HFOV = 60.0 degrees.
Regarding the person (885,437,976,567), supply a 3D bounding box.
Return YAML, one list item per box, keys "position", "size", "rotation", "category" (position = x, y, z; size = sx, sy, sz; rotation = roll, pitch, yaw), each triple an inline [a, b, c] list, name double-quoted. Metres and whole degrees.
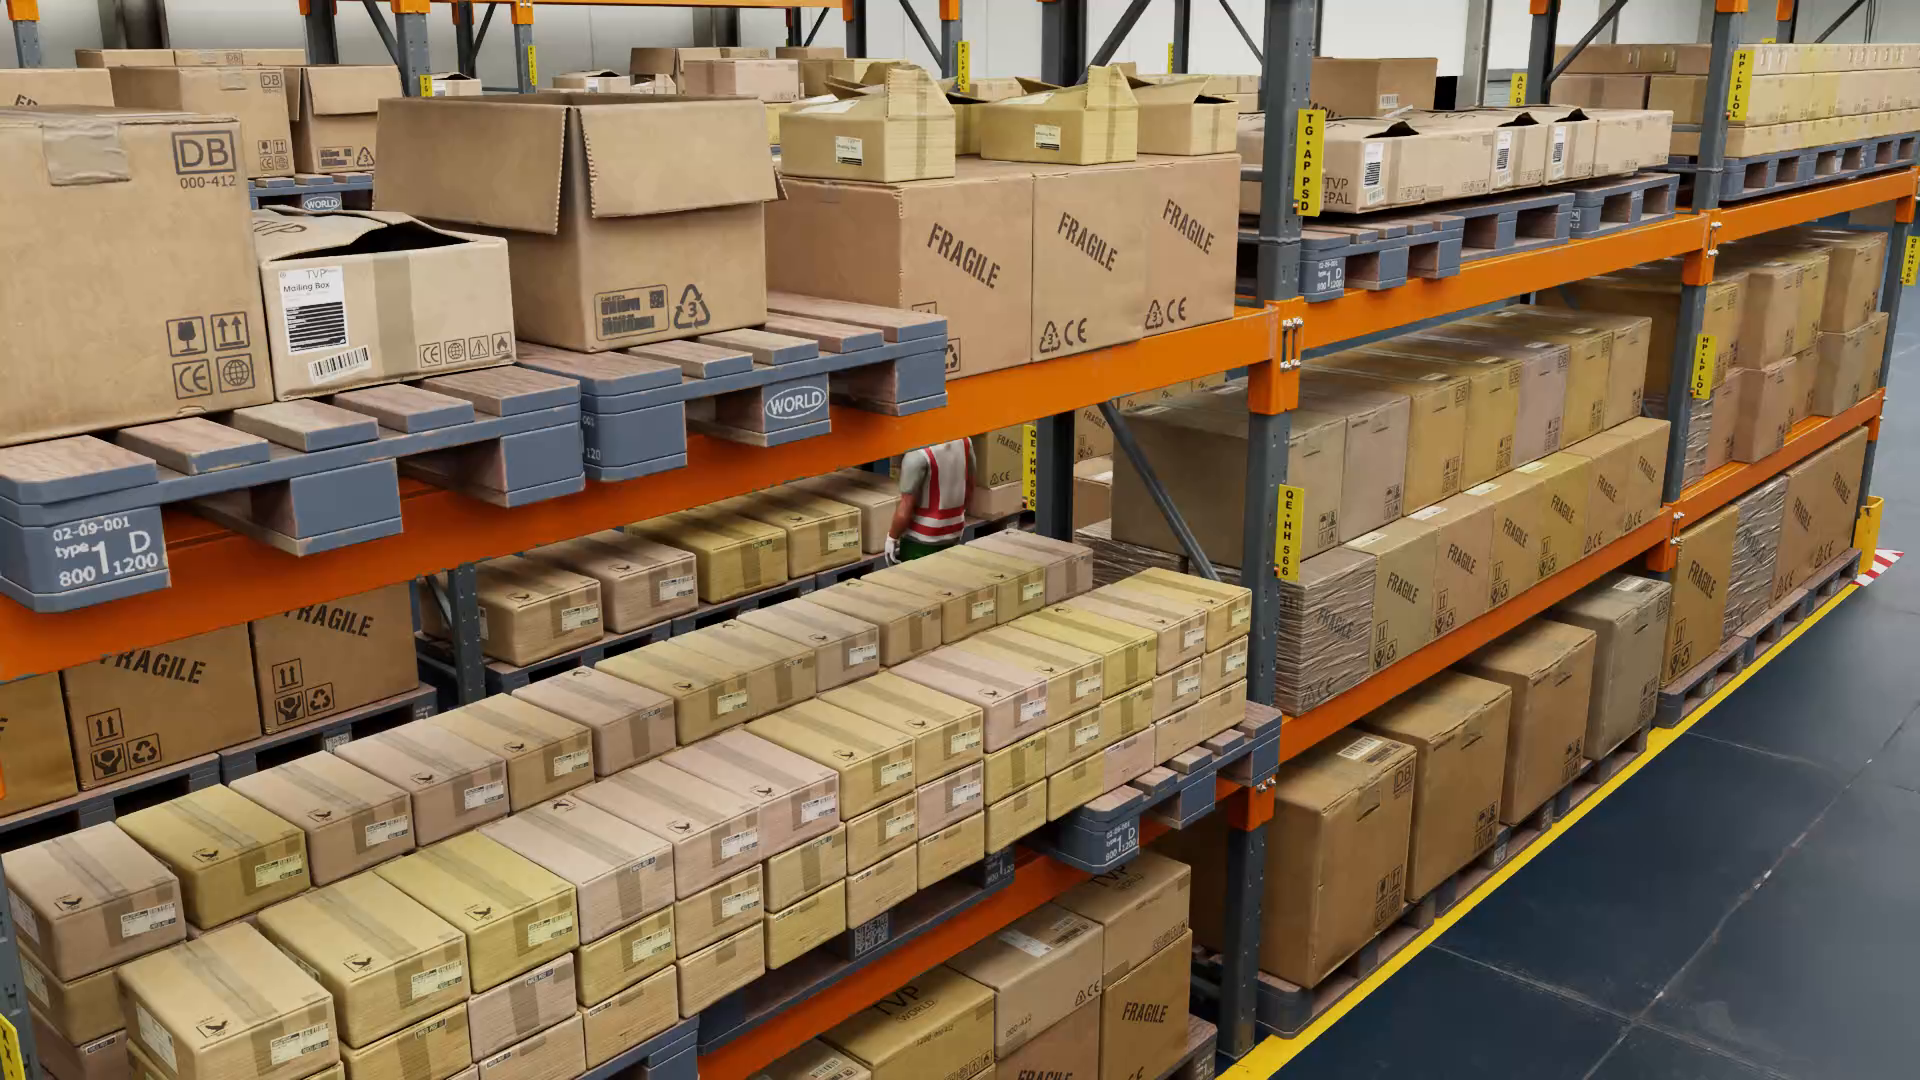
- position: [-0.230, -0.052, 9.640]
  size: [0.564, 1.787, 0.638]
  rotation: [14, 22, 40]
  category: "person"
